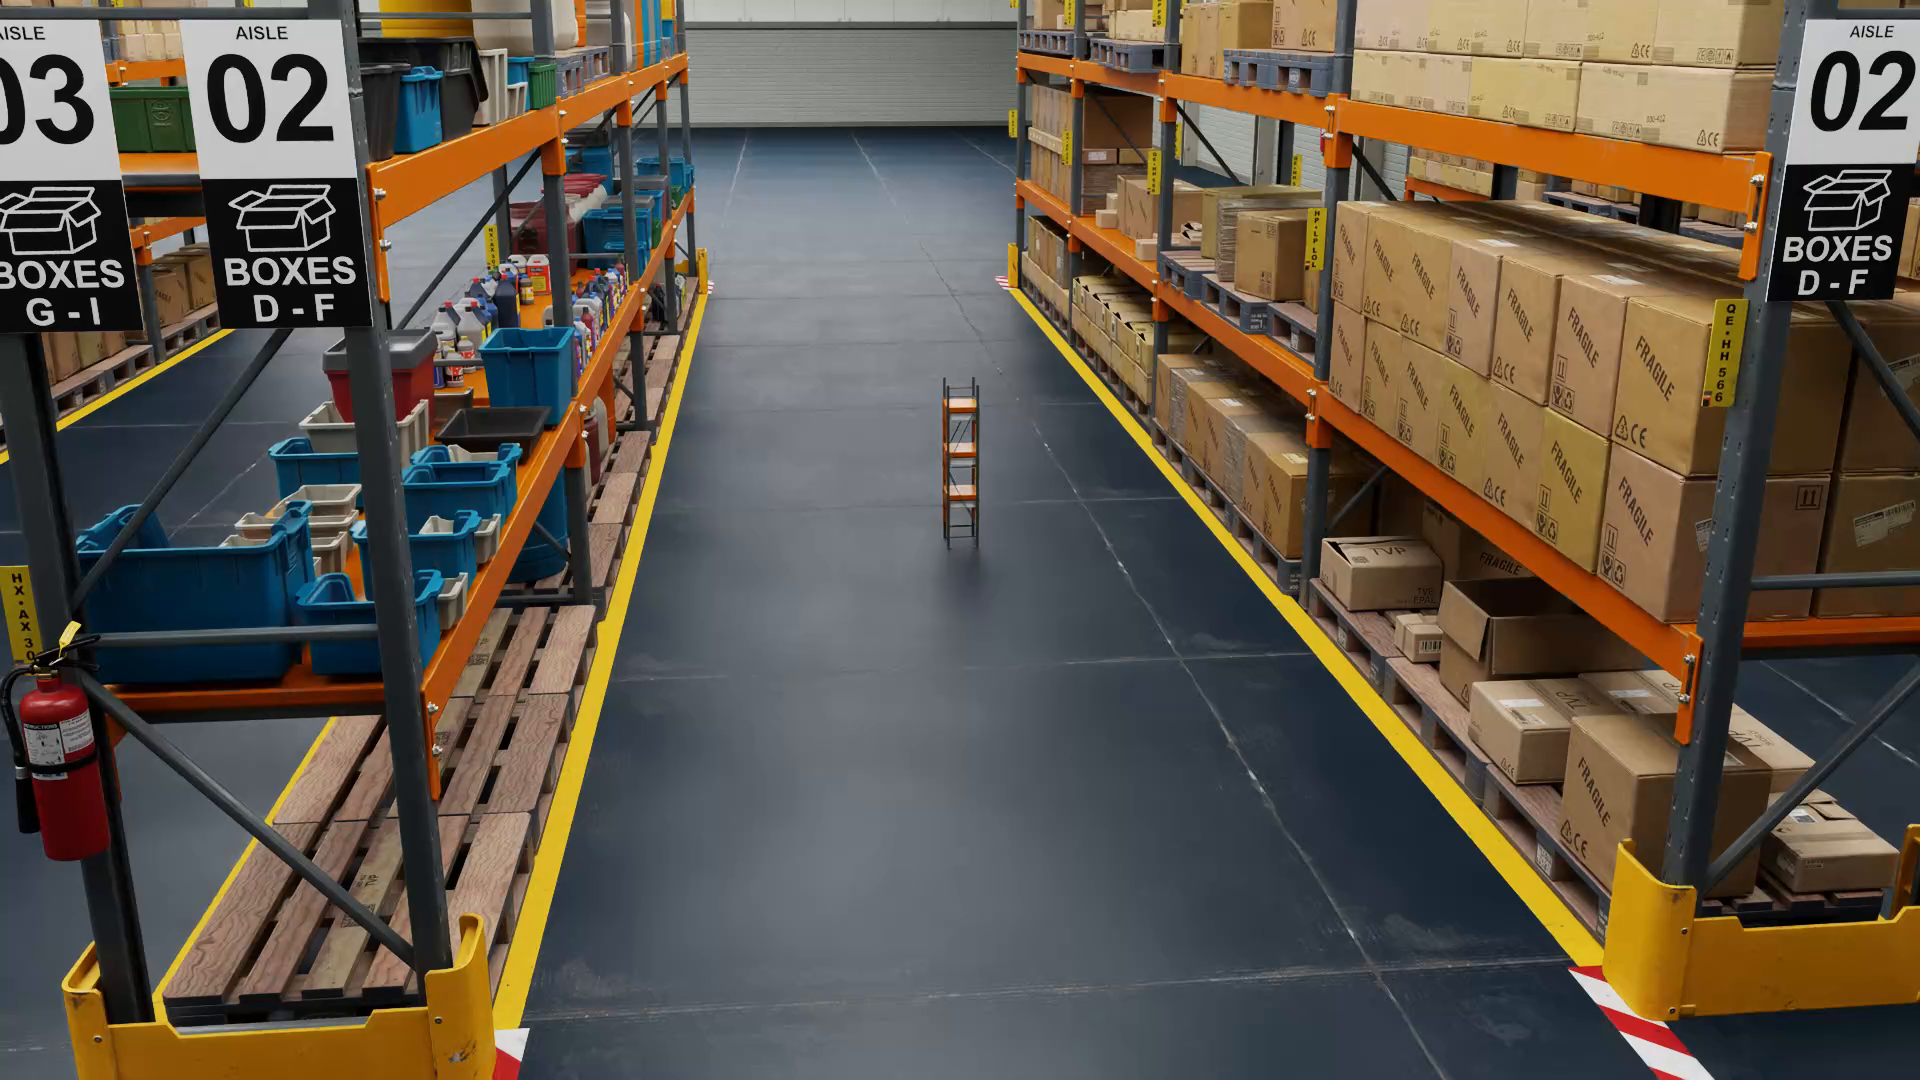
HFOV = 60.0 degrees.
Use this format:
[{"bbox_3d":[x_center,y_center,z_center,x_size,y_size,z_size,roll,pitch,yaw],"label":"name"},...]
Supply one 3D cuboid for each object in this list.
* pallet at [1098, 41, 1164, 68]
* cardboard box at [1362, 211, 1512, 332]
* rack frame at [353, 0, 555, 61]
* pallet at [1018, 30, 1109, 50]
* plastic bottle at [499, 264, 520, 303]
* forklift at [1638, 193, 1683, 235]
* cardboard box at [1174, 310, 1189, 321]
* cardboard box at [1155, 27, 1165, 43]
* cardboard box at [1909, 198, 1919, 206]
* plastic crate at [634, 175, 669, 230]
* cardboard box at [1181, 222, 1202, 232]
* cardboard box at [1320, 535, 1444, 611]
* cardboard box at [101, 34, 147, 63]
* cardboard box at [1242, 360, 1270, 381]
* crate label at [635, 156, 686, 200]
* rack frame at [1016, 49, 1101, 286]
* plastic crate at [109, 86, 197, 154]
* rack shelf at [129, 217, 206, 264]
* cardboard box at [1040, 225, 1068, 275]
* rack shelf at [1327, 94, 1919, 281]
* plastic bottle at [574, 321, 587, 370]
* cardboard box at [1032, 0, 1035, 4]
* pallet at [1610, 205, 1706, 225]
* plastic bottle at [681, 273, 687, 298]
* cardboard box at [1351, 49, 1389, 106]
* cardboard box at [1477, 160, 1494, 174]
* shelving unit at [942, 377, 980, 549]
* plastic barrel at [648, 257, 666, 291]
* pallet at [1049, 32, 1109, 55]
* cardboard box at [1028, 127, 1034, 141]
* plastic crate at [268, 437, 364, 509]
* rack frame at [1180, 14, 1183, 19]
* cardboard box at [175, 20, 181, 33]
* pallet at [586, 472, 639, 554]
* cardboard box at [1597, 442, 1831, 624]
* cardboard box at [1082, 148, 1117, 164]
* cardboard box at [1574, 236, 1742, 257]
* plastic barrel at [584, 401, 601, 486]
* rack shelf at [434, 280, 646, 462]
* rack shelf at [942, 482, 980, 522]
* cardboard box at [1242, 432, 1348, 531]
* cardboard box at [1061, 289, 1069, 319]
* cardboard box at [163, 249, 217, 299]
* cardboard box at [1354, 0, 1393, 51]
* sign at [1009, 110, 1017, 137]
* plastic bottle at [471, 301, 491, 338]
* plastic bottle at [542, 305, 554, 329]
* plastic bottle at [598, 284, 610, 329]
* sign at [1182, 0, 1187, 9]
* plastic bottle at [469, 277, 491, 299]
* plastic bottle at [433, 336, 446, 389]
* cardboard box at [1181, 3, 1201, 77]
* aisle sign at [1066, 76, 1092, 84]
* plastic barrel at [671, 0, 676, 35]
[{"bbox_3d":[1.747,-4.125,14.115,1.003,0.211,1.213,-1,17,-3],"label":"pallet"},{"bbox_3d":[2.259,-1.281,7.914,0.500,0.500,0.500,-2,18,-7],"label":"cardboard box"},{"bbox_3d":[-2.490,-3.770,7.661,1.000,3.000,0.127,-2,18,-6],"label":"rack frame"},{"bbox_3d":[1.246,-5.812,19.322,1.003,0.211,1.213,-2,18,-6],"label":"pallet"},{"bbox_3d":[-3.132,-1.763,11.493,0.152,0.276,0.135,-2,18,-6],"label":"plastic bottle"},{"bbox_3d":[5.041,-1.573,10.795,1.130,2.935,3.031,16,24,41],"label":"forklift"},{"bbox_3d":[2.150,-1.880,14.612,0.500,0.311,0.500,-2,18,-7],"label":"cardboard box"},{"bbox_3d":[1.850,-4.100,13.270,0.500,0.250,0.500,-1,17,-4],"label":"cardboard box"},{"bbox_3d":[6.853,-2.510,11.715,0.500,0.250,0.500,-2,18,-5],"label":"cardboard box"},{"bbox_3d":[-2.961,-3.187,15.712,0.402,0.464,0.583,-2,18,-6],"label":"plastic crate"},{"bbox_3d":[2.125,-2.481,13.721,0.500,0.311,0.500,-2,18,-6],"label":"cardboard box"},{"bbox_3d":[2.265,0.145,8.961,0.500,0.311,0.500,-2,18,-6],"label":"cardboard box"},{"bbox_3d":[-8.034,-4.639,15.690,0.500,0.250,0.500,-2,18,-8],"label":"cardboard box"},{"bbox_3d":[2.364,-1.338,12.118,0.500,0.250,0.500,-1,17,-4],"label":"cardboard box"},{"bbox_3d":[-3.269,-3.959,18.222,0.502,0.435,0.616,-2,18,-6],"label":"crate label"},{"bbox_3d":[1.199,-4.635,20.431,1.000,3.000,0.127,-2,18,-6],"label":"rack frame"},{"bbox_3d":[-2.464,-1.331,5.254,0.450,0.188,0.336,-2,18,-6],"label":"plastic crate"},{"bbox_3d":[-8.448,-3.390,17.670,1.077,0.370,4.000,-2,18,-6],"label":"rack shelf"},{"bbox_3d":[1.185,-3.267,18.713,0.500,0.500,0.500,-2,18,-6],"label":"cardboard box"},{"bbox_3d":[2.643,-1.551,6.804,1.077,0.370,4.000,-2,18,-6],"label":"rack shelf"},{"bbox_3d":[-2.197,-1.107,9.402,0.152,0.276,0.135,-2,18,-6],"label":"plastic bottle"},{"bbox_3d":[1.254,-6.211,19.337,0.797,0.503,0.637,-1,17,-2],"label":"cardboard box"},{"bbox_3d":[6.706,-2.902,15.234,1.003,0.211,1.213,-2,18,-6],"label":"pallet"},{"bbox_3d":[-3.072,-2.829,18.480,0.061,0.283,0.133,-1,17,-4],"label":"plastic bottle"},{"bbox_3d":[2.241,-2.266,8.131,0.500,0.250,0.500,-2,18,-6],"label":"cardboard box"},{"bbox_3d":[6.084,-4.323,18.404,0.500,0.500,0.500,-2,18,-7],"label":"cardboard box"},{"bbox_3d":[0.005,-0.485,10.469,0.215,1.050,0.252,-2,18,-6],"label":"shelving unit"},{"bbox_3d":[-3.532,-3.153,19.164,0.421,0.512,0.421,0,17,0],"label":"plastic barrel"},{"bbox_3d":[1.498,-5.085,17.006,1.003,0.211,1.213,-2,18,-6],"label":"pallet"},{"bbox_3d":[1.026,-4.868,19.926,0.380,0.149,0.250,-2,18,-6],"label":"cardboard box"},{"bbox_3d":[-2.545,-0.268,6.703,0.416,0.233,0.300,-2,18,-6],"label":"plastic crate"},{"bbox_3d":[2.028,-5.113,11.941,0.949,2.616,0.053,-2,18,-6],"label":"rack frame"},{"bbox_3d":[-8.202,-5.257,16.991,0.380,0.149,0.250,-1,17,-4],"label":"cardboard box"},{"bbox_3d":[-2.658,-0.172,10.874,1.003,0.211,1.213,-2,18,-6],"label":"pallet"},{"bbox_3d":[2.533,-0.040,5.631,0.500,0.500,0.500,-1,17,-4],"label":"cardboard box"},{"bbox_3d":[1.371,-3.874,16.760,0.380,0.149,0.250,-2,18,-6],"label":"cardboard box"},{"bbox_3d":[2.905,-0.989,6.982,0.500,0.500,0.500,-2,18,-6],"label":"cardboard box"},{"bbox_3d":[-2.719,-0.667,11.119,0.600,0.588,0.708,-2,18,-6],"label":"plastic barrel"},{"bbox_3d":[-2.697,-1.160,10.565,1.077,0.370,4.000,-2,18,-6],"label":"rack shelf"},{"bbox_3d":[0.005,-0.210,10.555,0.215,0.259,0.240,-2,18,-6],"label":"rack shelf"},{"bbox_3d":[2.058,-0.362,10.262,0.500,0.500,0.500,-2,18,-5],"label":"cardboard box"},{"bbox_3d":[1.347,-2.463,17.403,0.500,0.250,0.500,-2,18,-6],"label":"cardboard box"},{"bbox_3d":[-8.511,-2.974,18.613,0.500,0.500,0.500,3,18,9],"label":"cardboard box"},{"bbox_3d":[2.240,-2.505,8.056,0.500,0.250,0.500,-2,18,-6],"label":"cardboard box"},{"bbox_3d":[0.647,-5.070,20.241,0.100,0.325,0.005,-2,18,-6],"label":"sign"},{"bbox_3d":[-2.786,-1.207,9.597,0.144,0.351,0.185,-2,18,-6],"label":"plastic bottle"},{"bbox_3d":[-2.406,-1.269,9.919,0.152,0.276,0.135,-2,18,-6],"label":"plastic bottle"},{"bbox_3d":[-2.286,-1.501,10.644,0.061,0.283,0.133,-2,18,-6],"label":"plastic bottle"},{"bbox_3d":[2.151,-5.290,16.124,0.100,0.325,0.005,-2,18,-6],"label":"sign"},{"bbox_3d":[-3.024,-1.476,10.452,0.144,0.351,0.185,-2,18,-6],"label":"plastic bottle"},{"bbox_3d":[-2.853,-0.956,8.920,0.152,0.276,0.135,-2,18,-6],"label":"plastic bottle"},{"bbox_3d":[2.103,-3.601,11.964,0.910,0.500,0.500,-2,18,-6],"label":"cardboard box"},{"bbox_3d":[1.485,-5.903,20.133,0.394,0.787,0.004,-2,18,-6],"label":"aisle sign"},{"bbox_3d":[-3.552,-6.178,18.922,0.600,0.830,0.708,-2,18,-6],"label":"plastic barrel"}]
